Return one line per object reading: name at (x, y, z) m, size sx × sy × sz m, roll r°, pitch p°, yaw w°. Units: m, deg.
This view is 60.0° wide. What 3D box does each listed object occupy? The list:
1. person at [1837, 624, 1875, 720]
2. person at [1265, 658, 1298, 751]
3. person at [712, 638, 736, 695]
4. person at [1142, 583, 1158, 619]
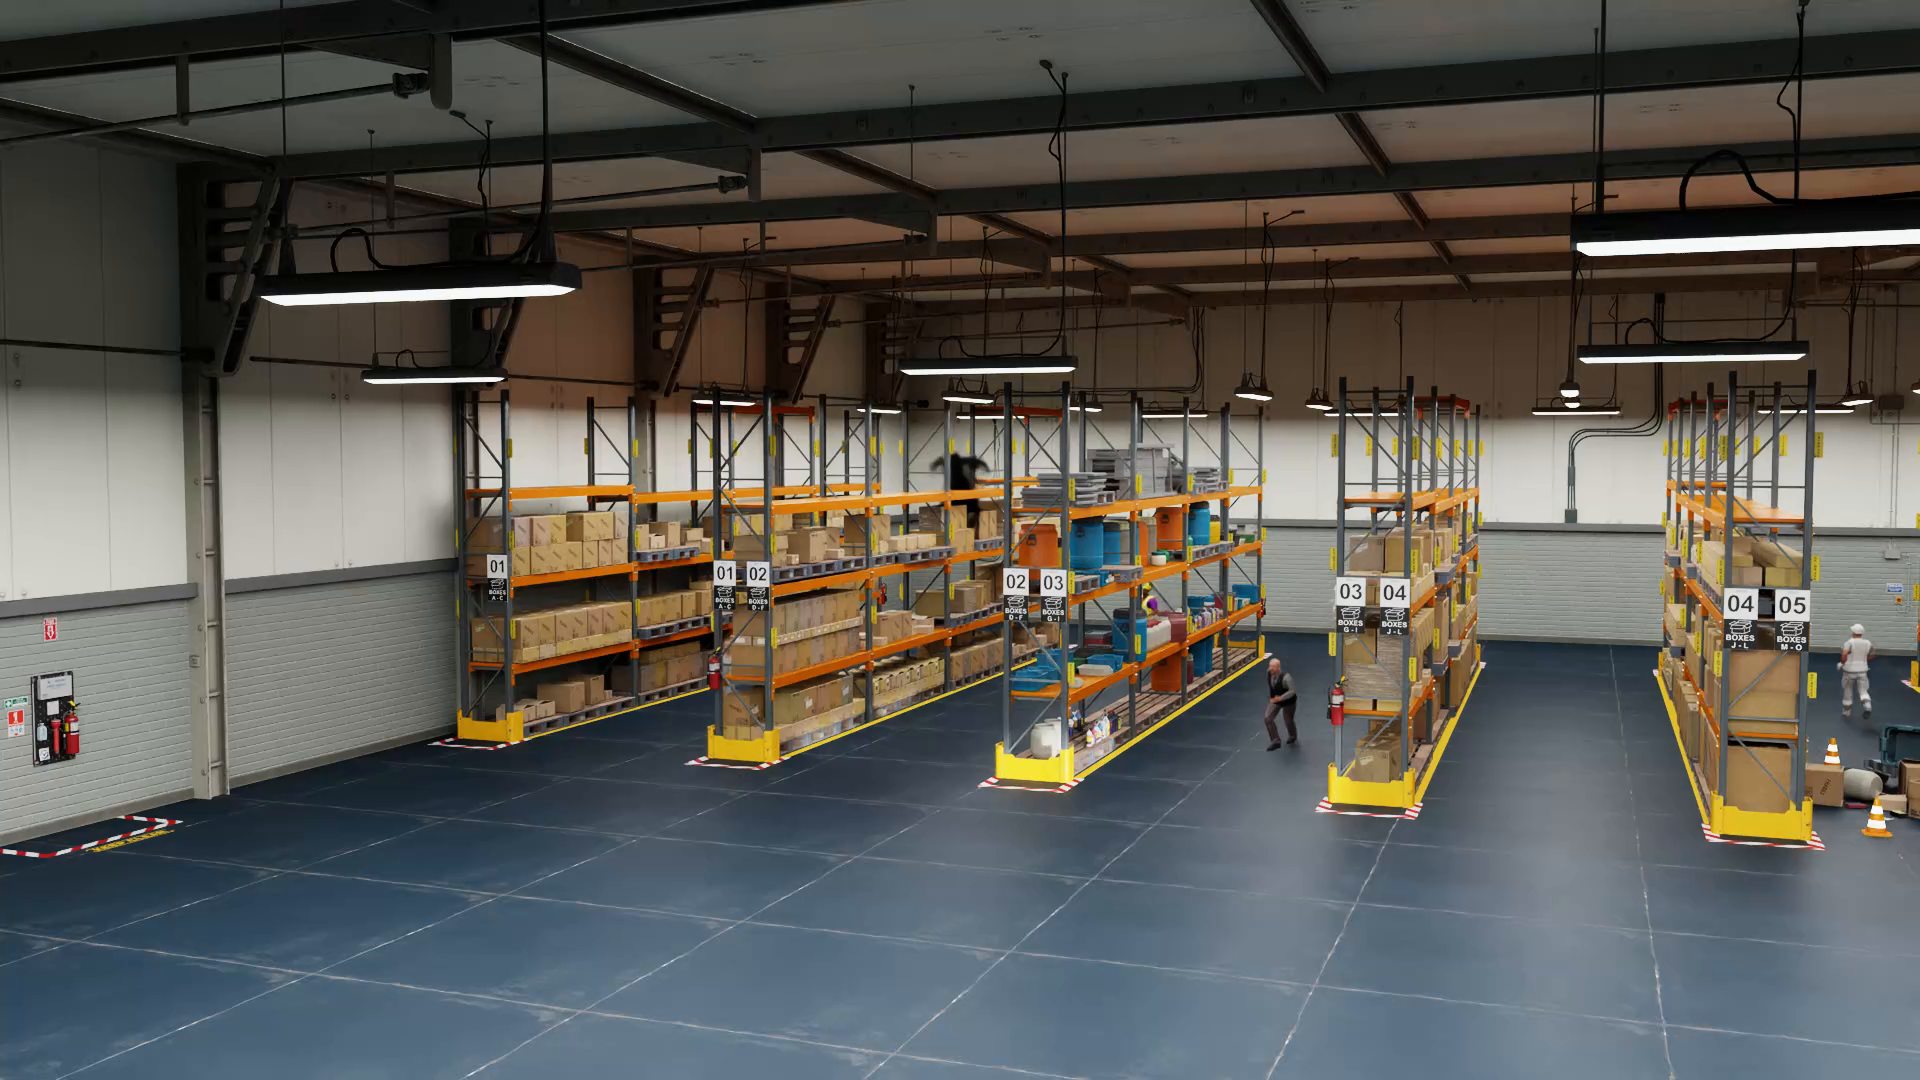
person at (16.395, 2.413, 30.412) m, size 0.655 × 1.765 × 1.000 m, roll 1°, pitch 3°, yaw 11°
person at (5.375, 2.684, 27.479) m, size 0.644 × 1.536 × 1.085 m, roll 3°, pitch 4°, yaw 40°
person at (-4.180, 2.556, 29.833) m, size 0.605 × 1.617 × 0.591 m, roll 0°, pitch 3°, yaw 3°
person at (4.178, 1.830, 37.564) m, size 0.777 × 1.716 × 0.751 m, roll -2°, pitch 4°, yaw -31°
